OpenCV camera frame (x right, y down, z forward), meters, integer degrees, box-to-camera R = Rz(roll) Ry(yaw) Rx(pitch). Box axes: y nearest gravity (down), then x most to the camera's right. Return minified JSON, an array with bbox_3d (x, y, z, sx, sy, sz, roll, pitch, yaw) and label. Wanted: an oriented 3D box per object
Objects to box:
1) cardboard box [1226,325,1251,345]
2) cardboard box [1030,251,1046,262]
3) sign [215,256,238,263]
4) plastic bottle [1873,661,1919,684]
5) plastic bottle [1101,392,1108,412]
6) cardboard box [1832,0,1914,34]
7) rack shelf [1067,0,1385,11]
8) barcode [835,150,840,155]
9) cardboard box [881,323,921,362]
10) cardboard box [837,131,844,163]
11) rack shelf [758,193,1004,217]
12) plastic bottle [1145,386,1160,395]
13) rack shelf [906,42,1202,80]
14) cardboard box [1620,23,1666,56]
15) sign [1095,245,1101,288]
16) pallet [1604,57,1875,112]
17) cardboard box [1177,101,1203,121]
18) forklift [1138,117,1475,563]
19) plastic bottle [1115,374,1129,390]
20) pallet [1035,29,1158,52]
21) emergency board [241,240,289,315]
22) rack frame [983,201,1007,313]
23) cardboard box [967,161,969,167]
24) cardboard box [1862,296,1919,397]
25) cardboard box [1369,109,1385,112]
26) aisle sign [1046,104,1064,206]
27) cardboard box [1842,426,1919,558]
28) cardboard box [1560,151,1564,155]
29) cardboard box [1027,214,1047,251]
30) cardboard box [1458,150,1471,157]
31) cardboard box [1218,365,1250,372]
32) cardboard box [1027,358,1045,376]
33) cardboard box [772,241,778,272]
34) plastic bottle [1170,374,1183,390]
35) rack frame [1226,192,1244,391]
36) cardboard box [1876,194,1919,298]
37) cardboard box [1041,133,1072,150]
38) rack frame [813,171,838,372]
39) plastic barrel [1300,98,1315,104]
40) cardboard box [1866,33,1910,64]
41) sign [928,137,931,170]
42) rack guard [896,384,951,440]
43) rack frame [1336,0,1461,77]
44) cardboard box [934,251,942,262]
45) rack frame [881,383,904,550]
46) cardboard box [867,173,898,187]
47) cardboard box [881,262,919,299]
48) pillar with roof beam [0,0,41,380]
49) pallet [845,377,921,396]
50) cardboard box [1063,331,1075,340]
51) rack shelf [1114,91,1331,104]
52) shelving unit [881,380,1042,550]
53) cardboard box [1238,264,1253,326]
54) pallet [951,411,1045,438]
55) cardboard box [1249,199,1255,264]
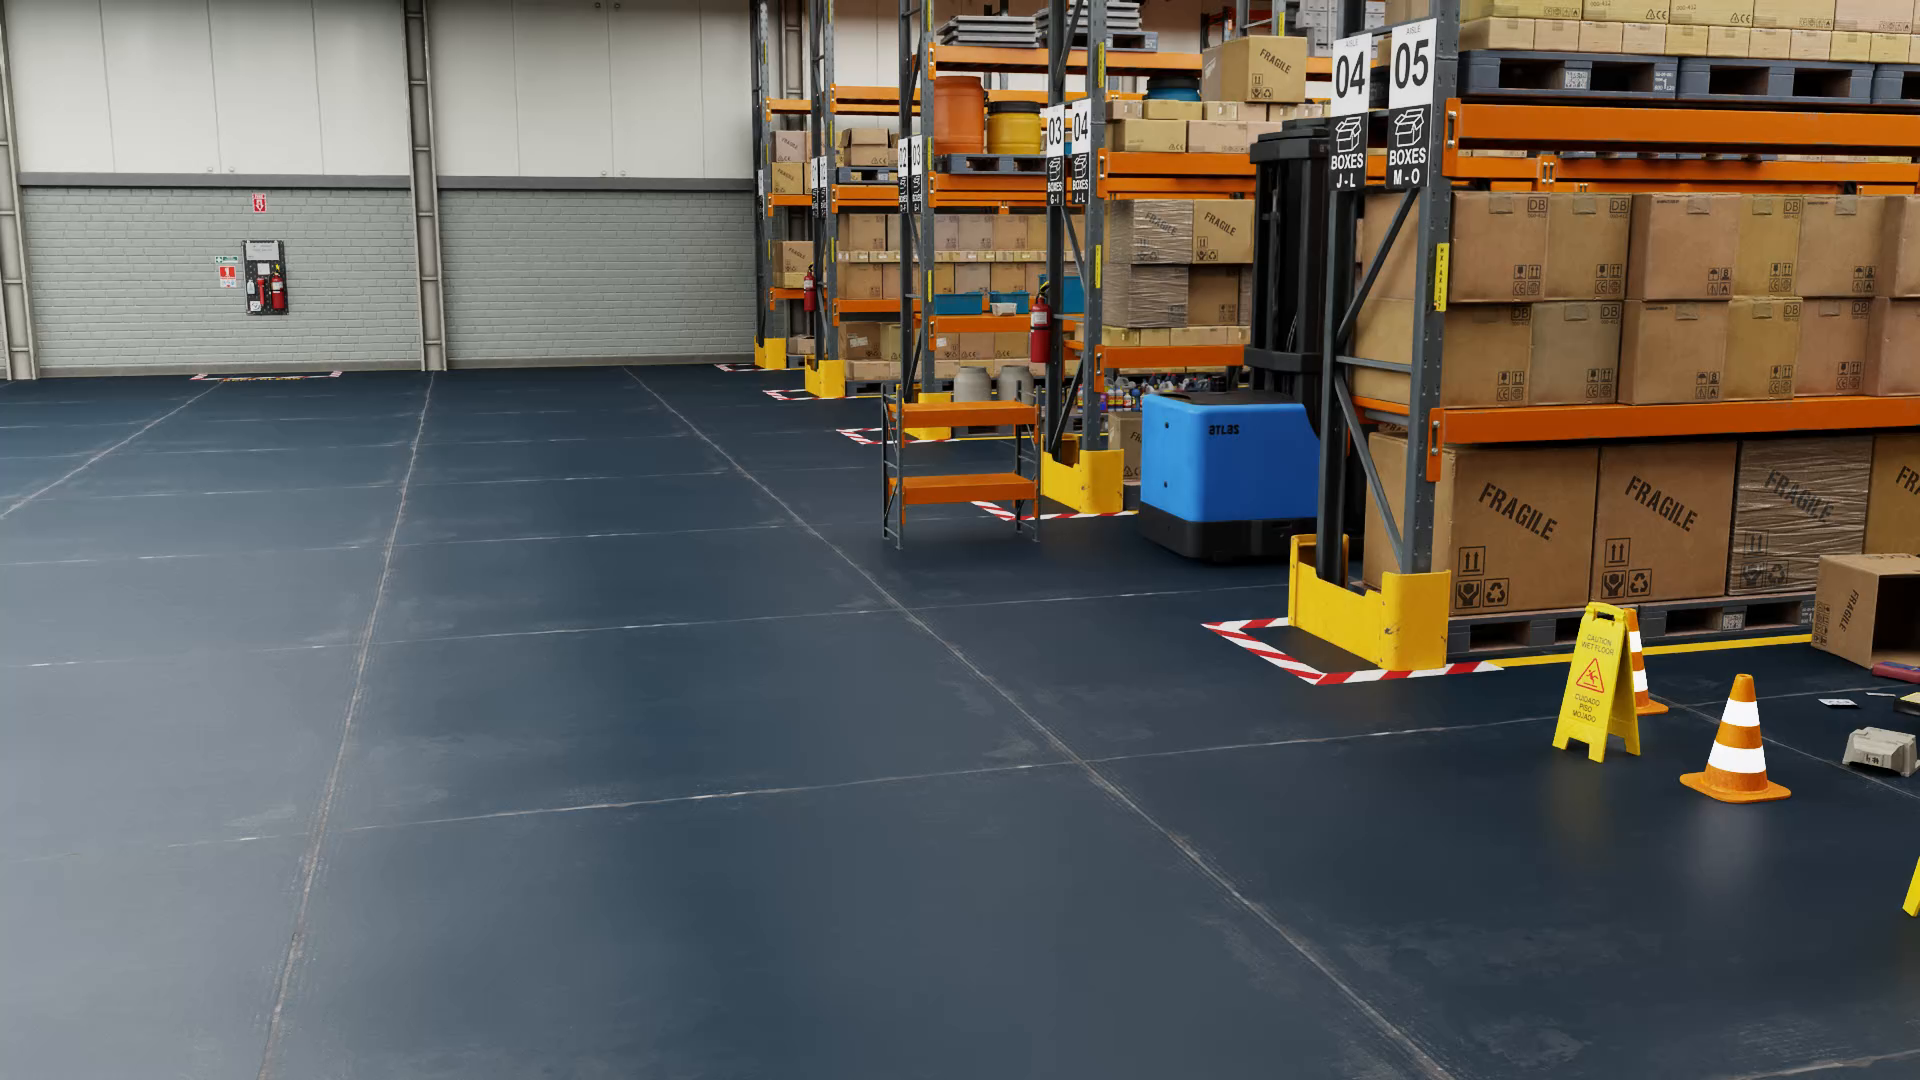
[{"bbox_3d":[2.221,-1.680,13.583,0.250,0.149,0.380,-3,11,-16],"label":"cardboard box"},{"bbox_3d":[1.048,-3.986,23.348,0.250,0.149,0.380,-3,11,-16],"label":"cardboard box"},{"bbox_3d":[-11.505,-4.398,26.087,0.331,0.109,0.001,-3,11,-16],"label":"sign"},{"bbox_3d":[4.714,0.665,8.267,0.133,0.061,0.283,-8,13,-36],"label":"plastic bottle"},{"bbox_3d":[1.581,-1.571,18.583,0.133,0.283,0.061,-3,11,-15],"label":"plastic bottle"},{"bbox_3d":[4.678,-2.802,8.855,0.500,0.250,0.500,-3,11,-16],"label":"cardboard box"},{"bbox_3d":[2.835,-4.480,13.523,4.000,0.370,1.077,-3,11,-16],"label":"rack shelf"},{"bbox_3d":[-1.696,-5.366,23.021,0.075,0.075,0.001,-3,11,-16],"label":"barcode"},{"bbox_3d":[-0.794,-2.743,23.026,0.500,0.500,0.500,-3,11,-16],"label":"cardboard box"},{"bbox_3d":[-1.816,-6.415,27.228,0.500,0.500,0.500,-3,11,-14],"label":"cardboard box"},{"bbox_3d":[-1.318,-5.590,27.827,4.000,0.370,1.077,-3,11,-16],"label":"rack shelf"},{"bbox_3d":[2.182,-1.608,18.803,0.135,0.276,0.152,-3,11,-15],"label":"plastic bottle"},{"bbox_3d":[1.451,-5.146,18.236,4.000,0.370,1.077,-3,11,-16],"label":"rack shelf"},{"bbox_3d":[3.351,-2.524,8.445,0.250,0.149,0.380,-3,11,-16],"label":"cardboard box"},{"bbox_3d":[1.067,-2.115,12.861,0.005,0.325,0.100,-3,11,-16],"label":"sign"},{"bbox_3d":[4.087,-2.450,9.029,1.213,0.211,1.003,-3,11,-16],"label":"pallet"},{"bbox_3d":[1.728,-3.386,13.180,0.250,0.149,0.380,-3,11,-17],"label":"cardboard box"},{"bbox_3d":[2.848,-1.407,11.593,3.031,2.935,1.130,-3,11,-14],"label":"forklift"},{"bbox_3d":[1.891,-1.761,19.429,0.185,0.351,0.144,-3,11,-16],"label":"plastic bottle"},{"bbox_3d":[1.414,-5.399,18.146,1.213,0.211,1.003,-3,11,-16],"label":"pallet"},{"bbox_3d":[-10.953,-4.131,26.200,0.643,1.169,0.194,-3,11,-16],"label":"emergency board"},{"bbox_3d":[0.602,-4.569,28.583,0.127,3.000,1.000,-3,11,-16],"label":"rack frame"},{"bbox_3d":[-0.180,-5.342,22.674,0.500,0.500,0.500,-3,11,-16],"label":"cardboard box"},{"bbox_3d":[5.172,-1.140,9.541,0.550,0.550,0.875,-3,11,-16],"label":"cardboard box"},{"bbox_3d":[3.260,-3.449,13.527,0.250,0.149,0.380,-2,11,-13],"label":"cardboard box"},{"bbox_3d":[0.771,-3.111,13.482,0.004,0.787,0.394,-3,11,-16],"label":"aisle sign"},{"bbox_3d":[5.421,-0.261,9.887,0.875,0.875,0.875,-3,11,-15],"label":"cardboard box"},{"bbox_3d":[9.167,-5.881,25.709,0.600,0.600,0.600,-4,11,-21],"label":"cardboard box"},{"bbox_3d":[1.081,-4.346,23.512,0.500,0.500,0.700,-3,11,-16],"label":"cardboard box"},{"bbox_3d":[3.886,-3.295,13.787,0.500,0.250,0.500,-3,11,-15],"label":"cardboard box"},{"bbox_3d":[3.923,-2.618,24.417,0.500,0.250,0.500,-3,11,-15],"label":"cardboard box"},{"bbox_3d":[1.123,-2.478,23.655,0.500,0.250,0.500,-3,11,-16],"label":"cardboard box"},{"bbox_3d":[-2.845,-4.733,27.757,0.500,0.500,0.500,-3,11,-17],"label":"cardboard box"},{"bbox_3d":[2.520,-1.767,19.462,0.185,0.351,0.144,-3,11,-16],"label":"plastic bottle"},{"bbox_3d":[3.371,-2.847,19.228,0.127,3.000,1.000,-3,11,-16],"label":"rack frame"},{"bbox_3d":[5.185,-1.663,9.398,0.550,0.550,0.875,-3,11,-16],"label":"cardboard box"},{"bbox_3d":[1.433,-5.529,23.685,0.500,0.500,0.500,-2,11,-11],"label":"cardboard box"},{"bbox_3d":[-1.850,-3.506,22.807,0.127,3.000,1.000,-3,11,-16],"label":"rack frame"},{"bbox_3d":[3.799,-4.632,19.256,0.708,0.901,0.600,-3,11,-16],"label":"plastic barrel"},{"bbox_3d":[4.809,-2.601,8.862,0.250,0.149,0.380,-3,11,-15],"label":"cardboard box"},{"bbox_3d":[-0.320,-4.029,17.335,0.005,0.325,0.100,-3,11,-16],"label":"sign"},{"bbox_3d":[-0.410,-1.428,18.420,0.348,0.500,1.175,-3,11,-16],"label":"rack guard"},{"bbox_3d":[2.204,-3.867,8.197,0.127,3.000,1.000,-3,11,-16],"label":"rack frame"},{"bbox_3d":[-0.423,-3.909,22.929,0.250,0.149,0.380,-3,11,-18],"label":"cardboard box"},{"bbox_3d":[-0.482,-0.528,11.807,0.032,1.125,0.500,-3,11,-16],"label":"rack frame"},{"bbox_3d":[-1.316,-5.953,27.484,0.500,0.500,0.500,-2,11,-12],"label":"cardboard box"},{"bbox_3d":[-0.896,-3.604,23.063,0.500,0.500,0.700,-3,11,-14],"label":"cardboard box"},{"bbox_3d":[-13.127,-6.148,20.586,0.400,9.000,9.100,-3,11,-16],"label":"pillar with roof beam"},{"bbox_3d":[-1.128,-2.181,23.309,1.213,0.211,1.003,-3,11,-16],"label":"pallet"},{"bbox_3d":[1.457,-2.963,24.217,0.500,0.500,0.500,-3,11,-16],"label":"cardboard box"},{"bbox_3d":[3.910,-6.210,24.014,4.000,0.370,1.077,-3,11,-16],"label":"rack shelf"},{"bbox_3d":[0.006,-0.554,11.946,1.048,1.125,0.538,-3,11,-16],"label":"shelving unit"},{"bbox_3d":[2.389,-2.066,13.888,0.500,0.500,0.875,-3,11,-16],"label":"cardboard box"},{"bbox_3d":[0.372,-1.326,18.664,1.213,0.211,1.003,-3,11,-16],"label":"pallet"},{"bbox_3d":[2.481,-2.501,13.488,0.500,0.500,0.500,-3,11,-16],"label":"cardboard box"}]
